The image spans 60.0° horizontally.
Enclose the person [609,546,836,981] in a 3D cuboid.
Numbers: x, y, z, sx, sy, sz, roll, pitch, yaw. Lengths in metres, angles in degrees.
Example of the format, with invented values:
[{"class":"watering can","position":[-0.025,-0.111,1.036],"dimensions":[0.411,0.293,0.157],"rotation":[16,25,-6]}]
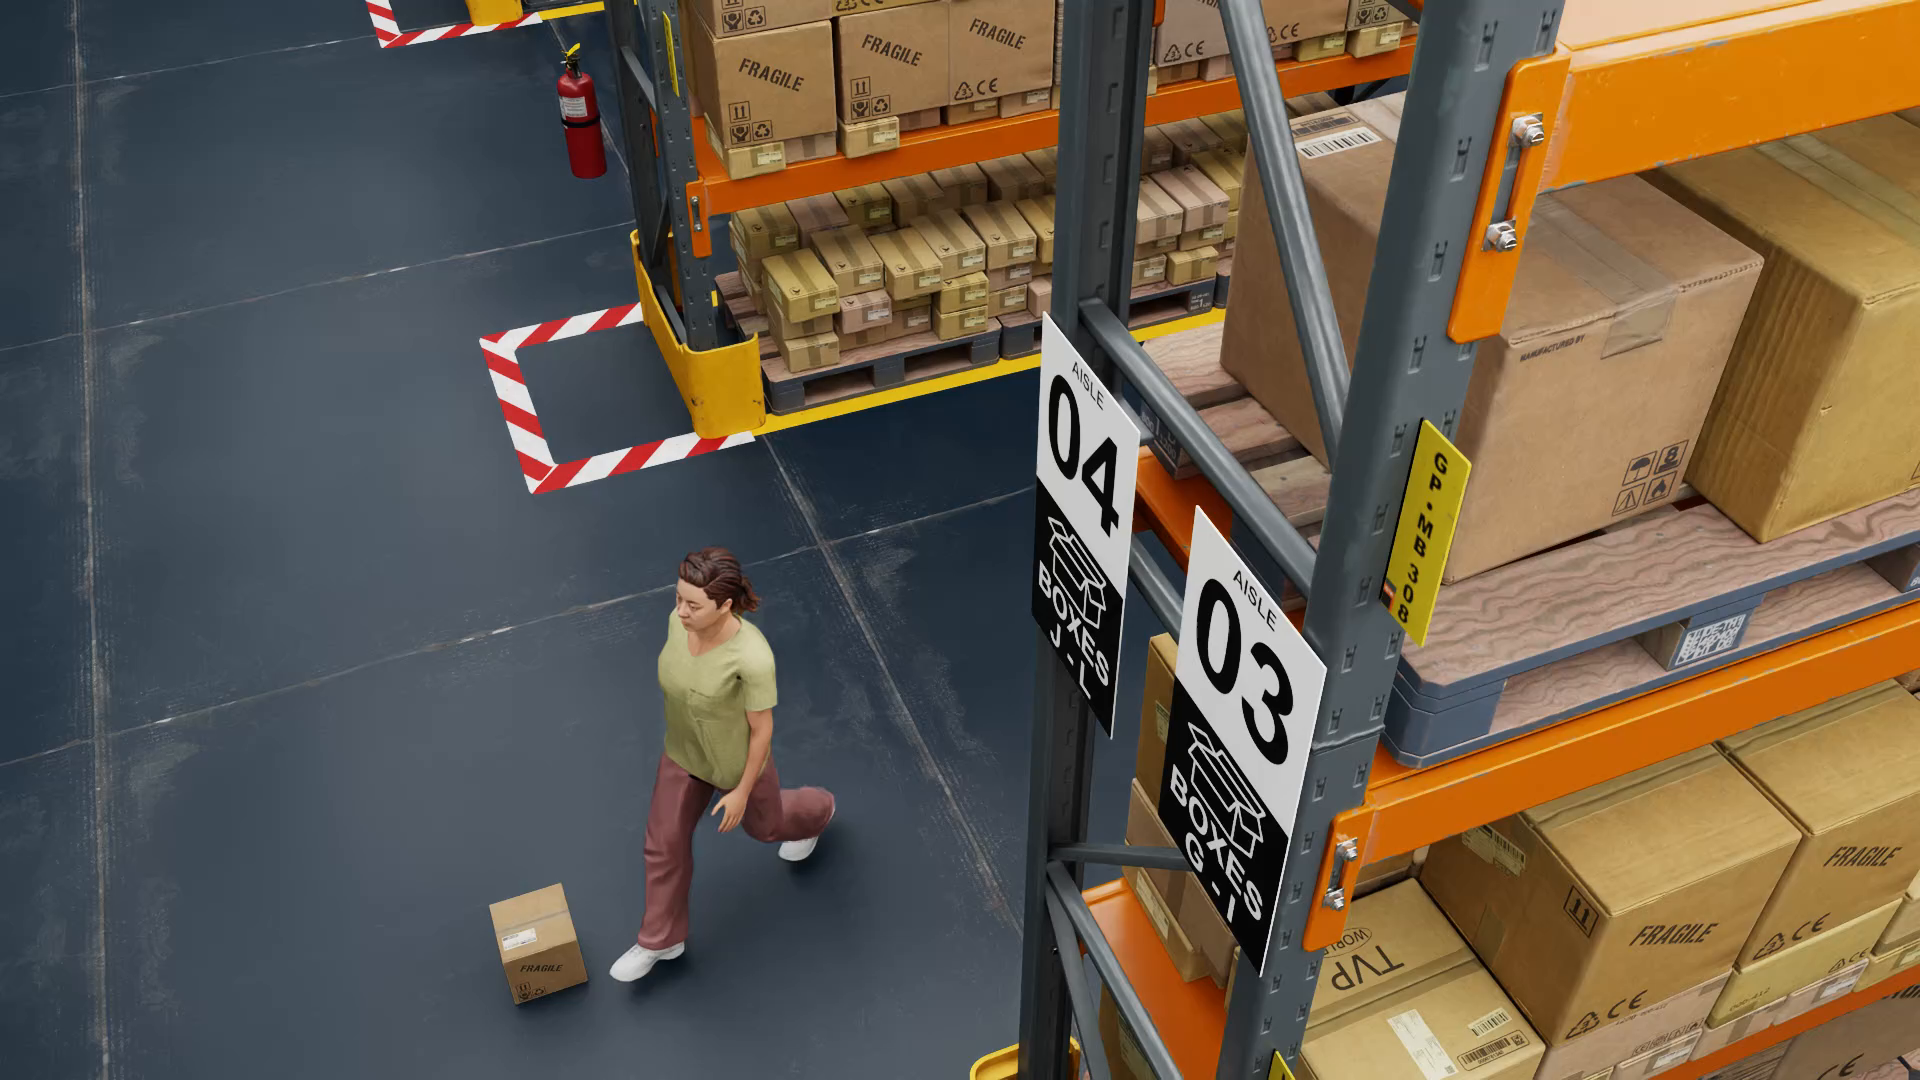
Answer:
[{"class":"person","position":[-0.791,0.708,5.390],"dimensions":[0.449,1.625,1.003],"rotation":[22,46,23]}]
